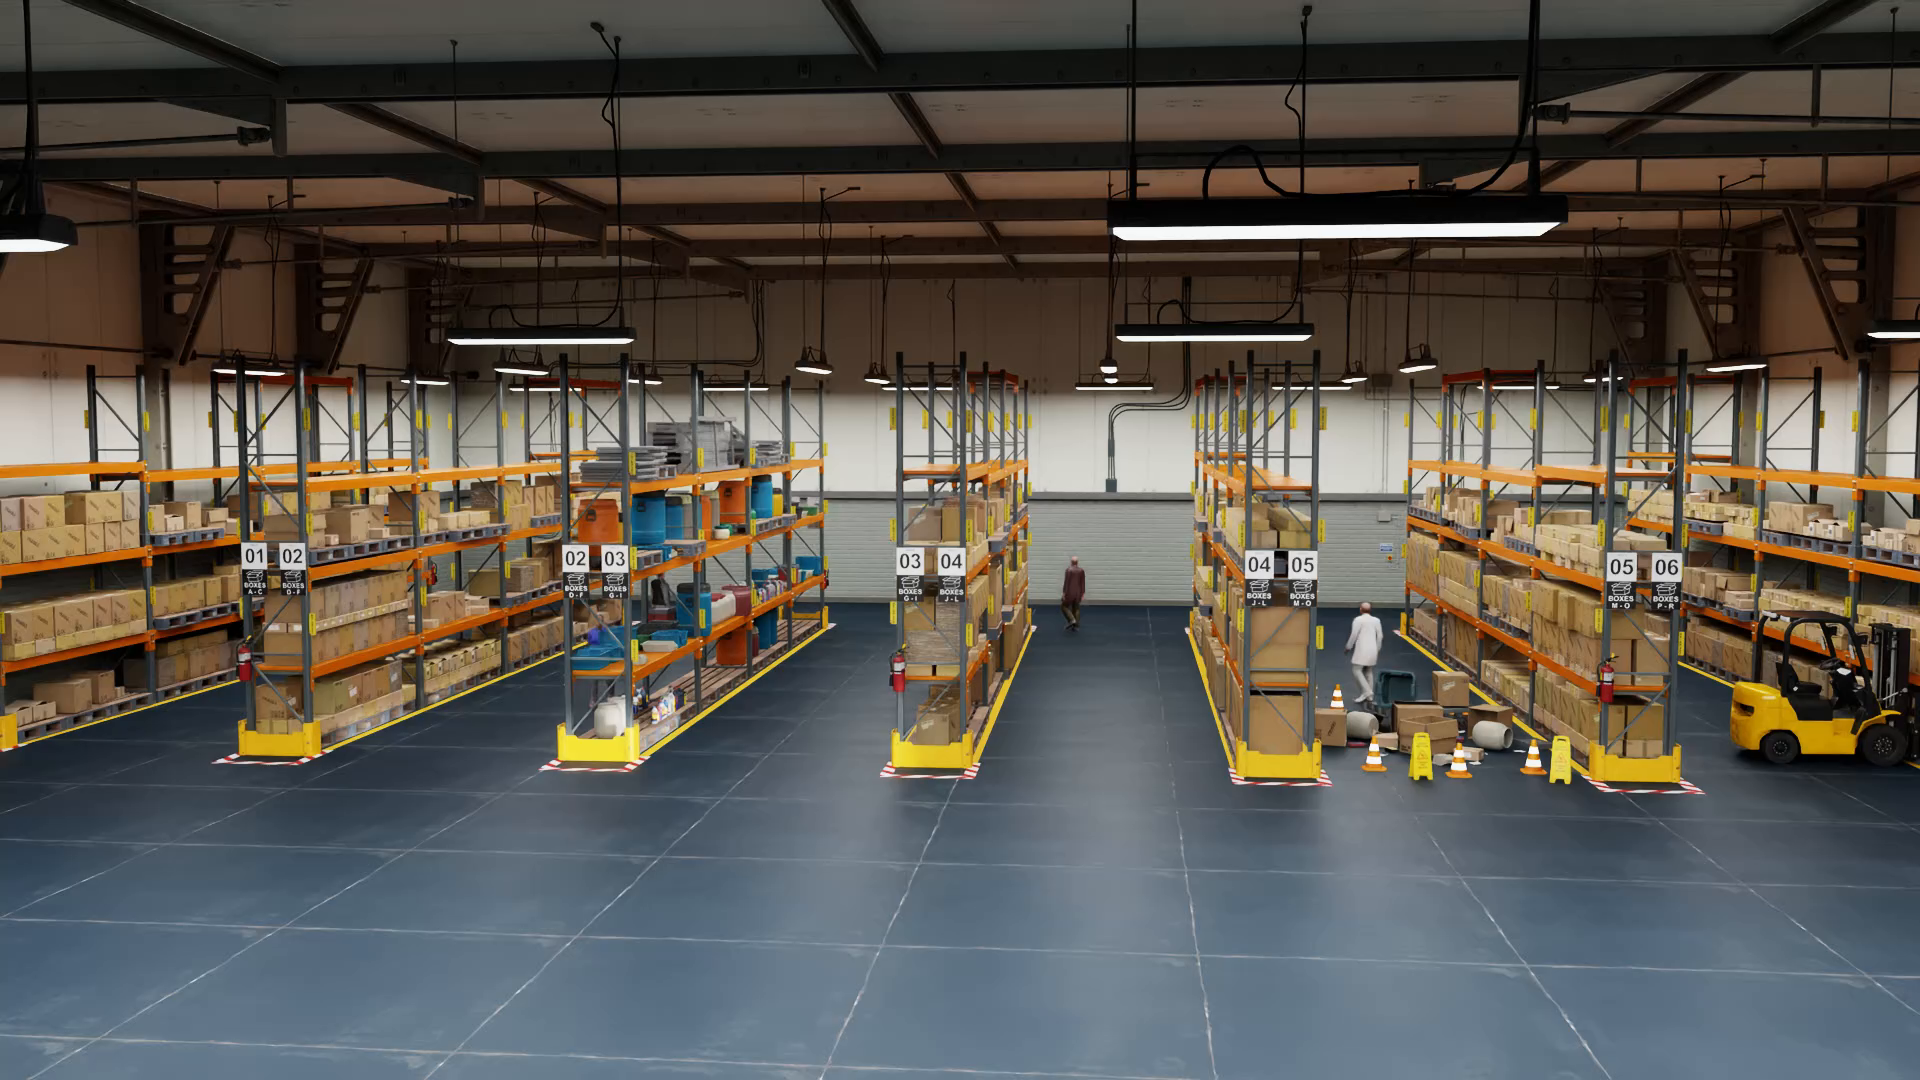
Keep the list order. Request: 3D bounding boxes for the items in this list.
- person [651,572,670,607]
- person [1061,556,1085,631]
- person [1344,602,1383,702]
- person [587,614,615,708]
[{"bbox_3d":[-6.742,1.499,37.302,0.565,1.723,0.487,4,6,43],"label":"person"},{"bbox_3d":[2.726,1.285,39.795,0.628,1.779,0.554,-2,5,-29],"label":"person"},{"bbox_3d":[7.314,2.015,29.825,0.659,1.760,0.668,-1,4,-20],"label":"person"},{"bbox_3d":[-6.331,2.102,29.334,0.541,1.593,1.033,0,4,4],"label":"person"}]
